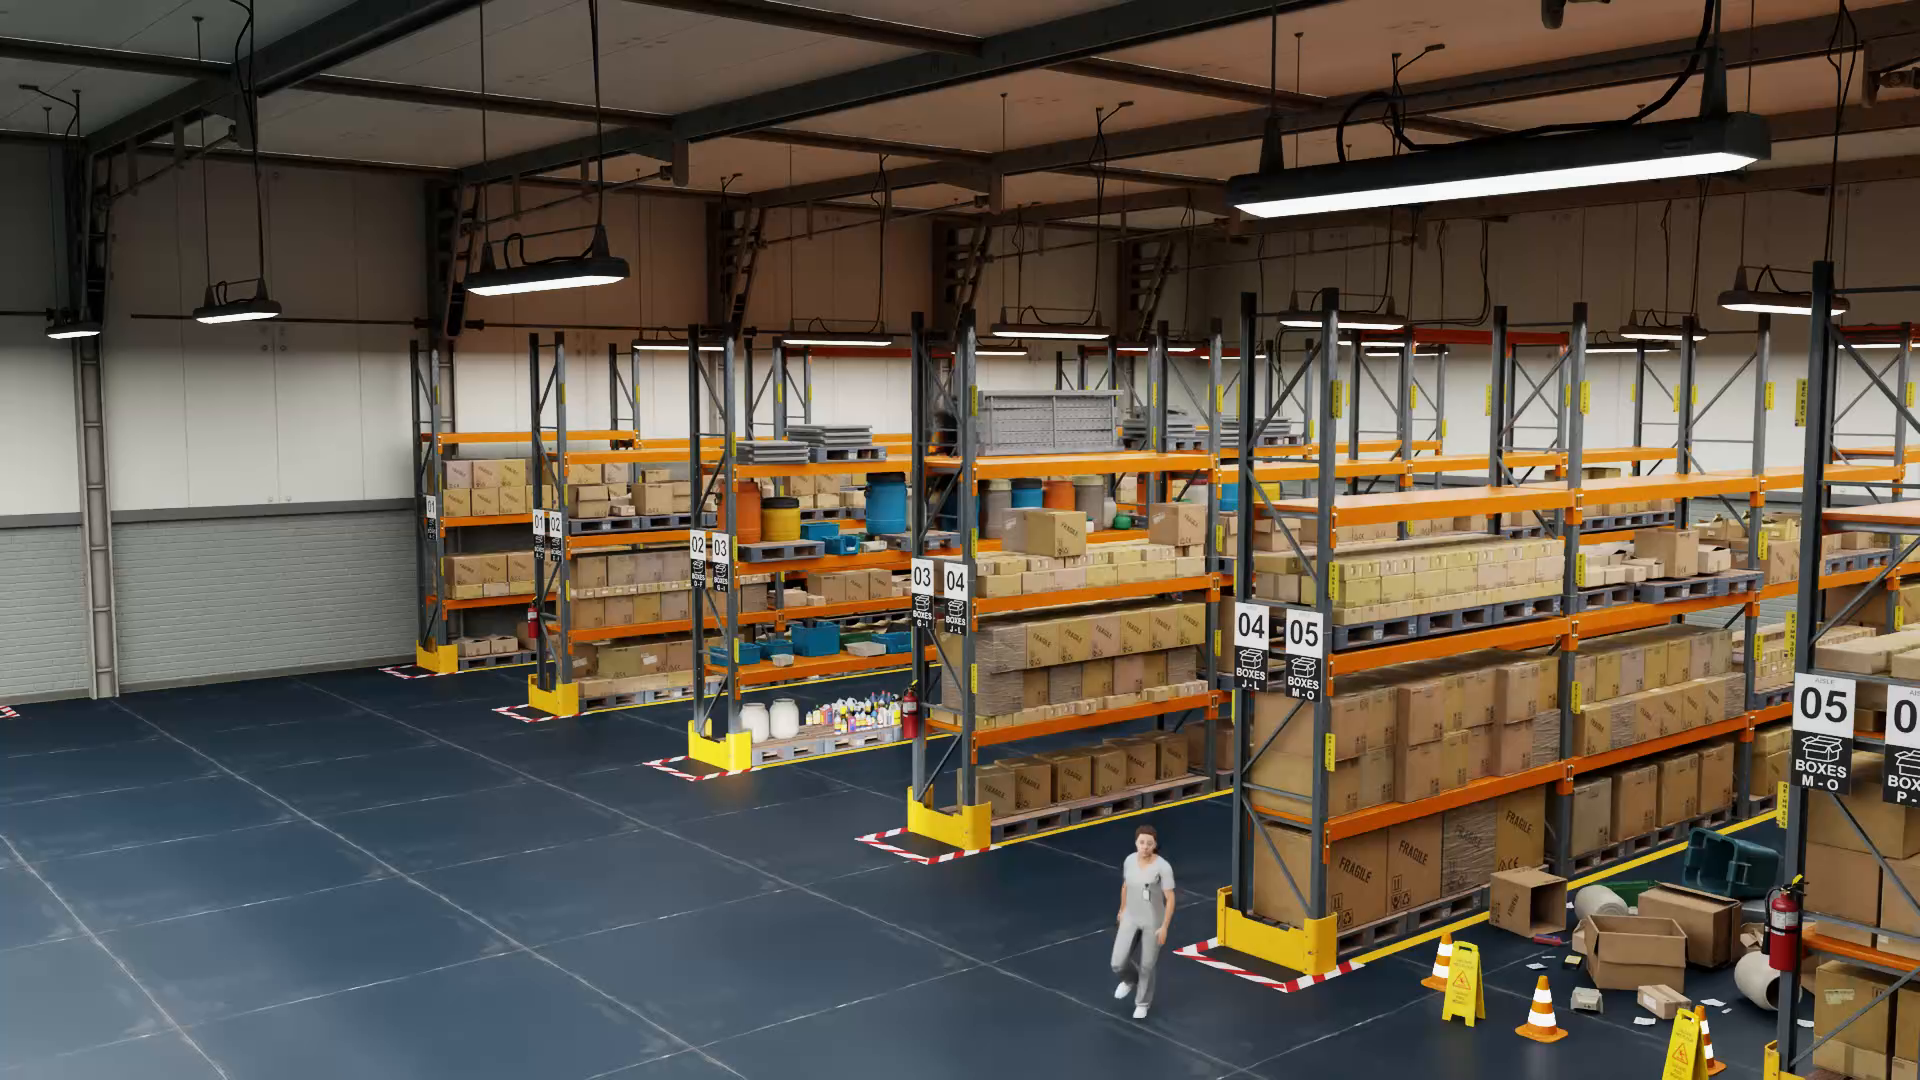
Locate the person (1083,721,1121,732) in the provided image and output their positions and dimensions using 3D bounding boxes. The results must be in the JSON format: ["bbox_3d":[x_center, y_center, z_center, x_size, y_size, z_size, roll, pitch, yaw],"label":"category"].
[{"bbox_3d":[2.168,2.042,24.978,0.567,1.704,0.784,5,7,44],"label":"person"}]

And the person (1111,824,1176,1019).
[{"bbox_3d":[1.499,3.103,13.529,0.566,1.648,0.543,2,6,23],"label":"person"}]
